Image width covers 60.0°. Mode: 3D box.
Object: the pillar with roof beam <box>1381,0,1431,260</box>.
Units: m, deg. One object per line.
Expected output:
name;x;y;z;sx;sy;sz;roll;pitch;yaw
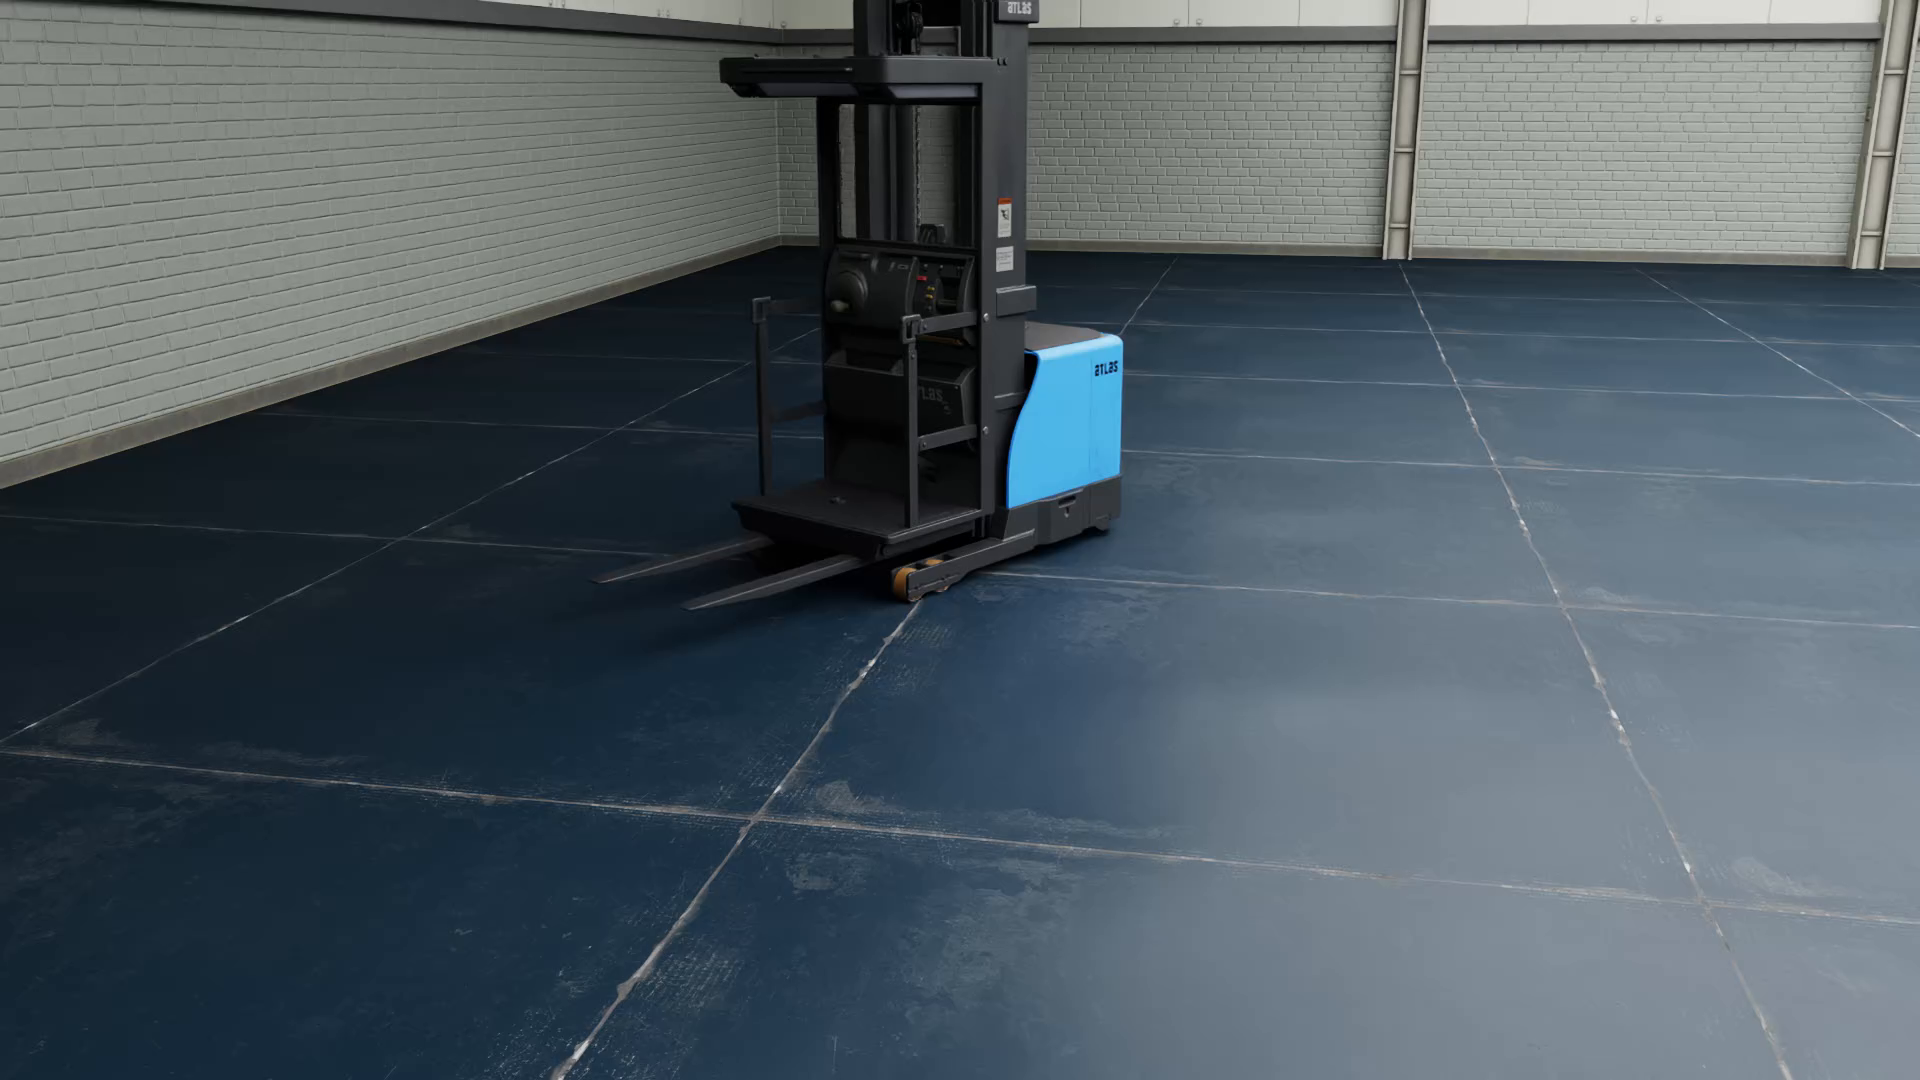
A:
pillar with roof beam;5.216;-7.129;17.872;0.400;9.000;9.100;3;16;11

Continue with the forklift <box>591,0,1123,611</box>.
forklift;-0.438;-1.267;8.074;1.130;2.935;3.031;13;20;38

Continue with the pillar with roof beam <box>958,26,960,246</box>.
pillar with roof beam;-0.663;-7.448;19.024;0.400;9.000;9.100;3;16;11

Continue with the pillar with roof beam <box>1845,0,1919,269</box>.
pillar with roof beam;11.096;-6.810;16.720;0.400;9.000;9.100;3;16;11
